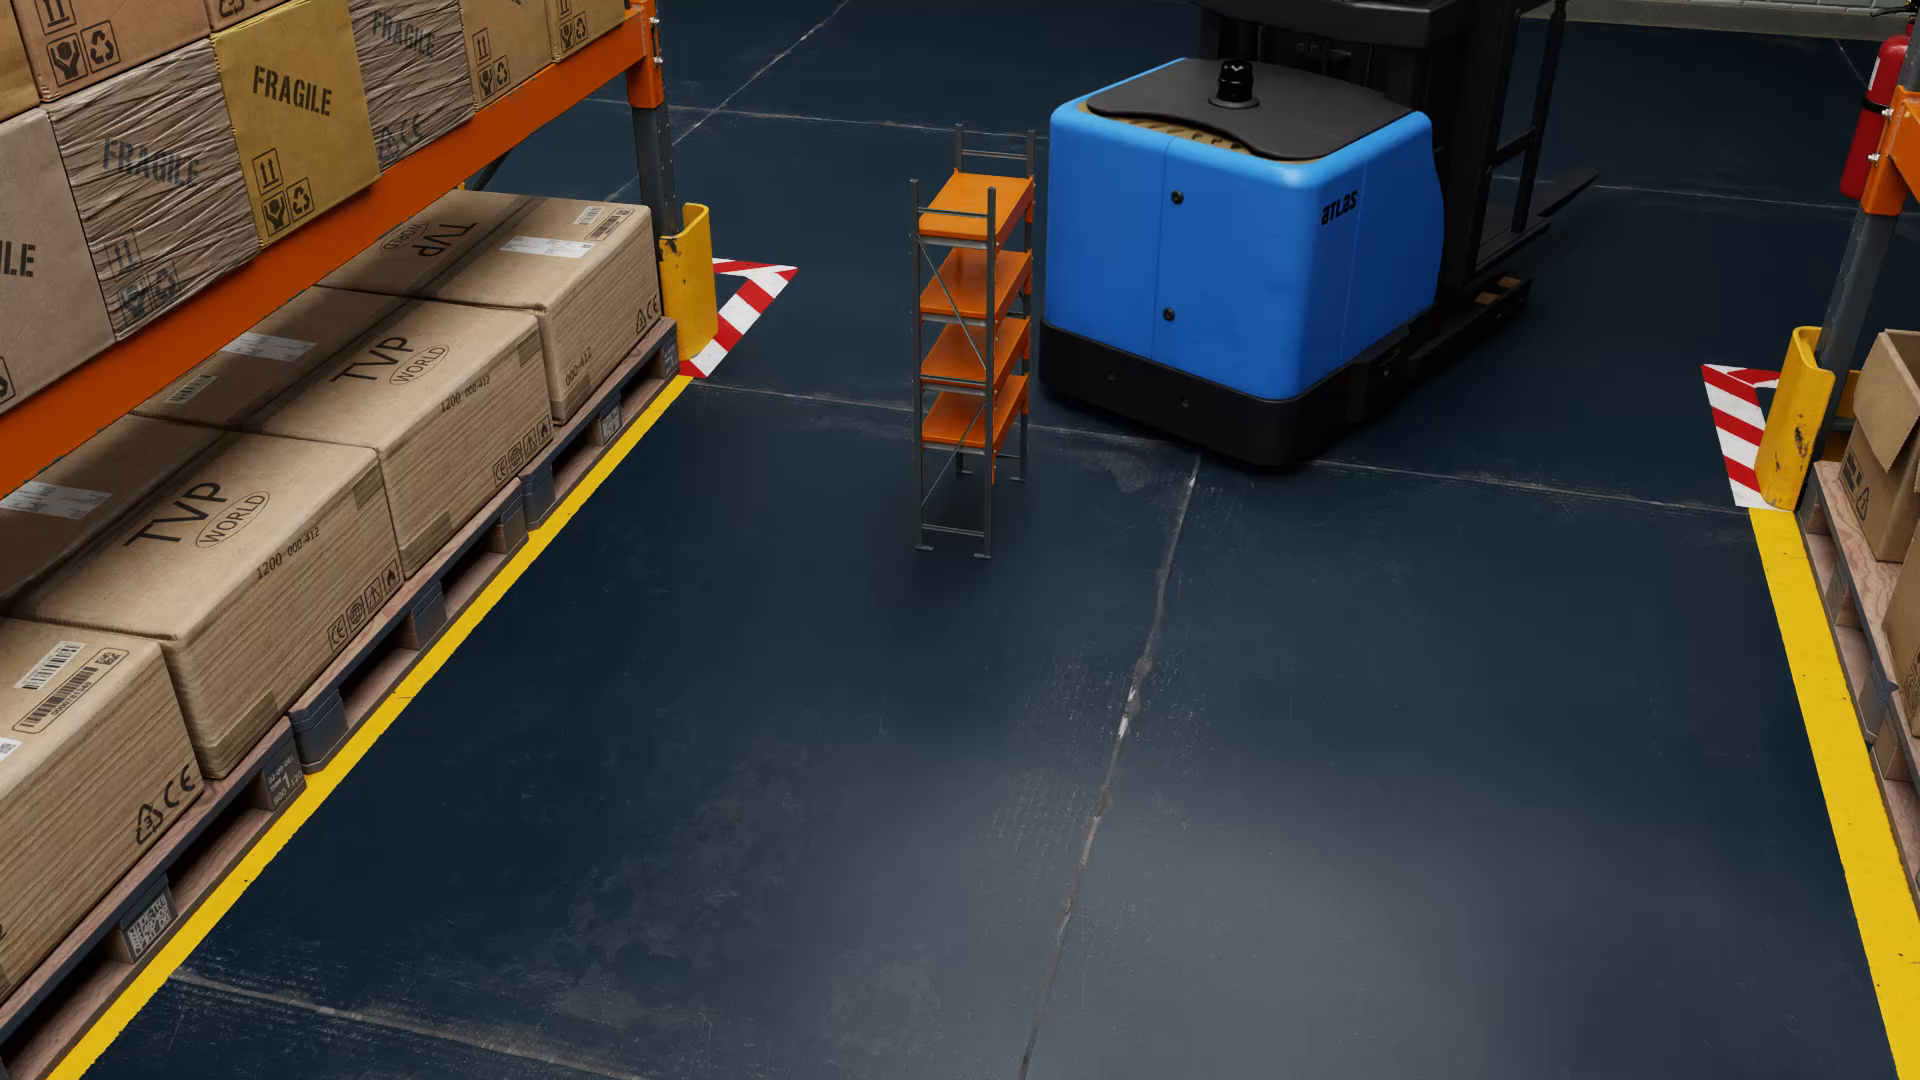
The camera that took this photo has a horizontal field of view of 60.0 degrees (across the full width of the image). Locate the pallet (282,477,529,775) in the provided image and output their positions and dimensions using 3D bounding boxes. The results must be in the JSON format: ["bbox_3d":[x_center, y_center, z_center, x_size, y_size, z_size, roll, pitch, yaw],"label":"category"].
[{"bbox_3d":[-1.990,0.141,4.831,1.003,0.211,1.213,8,33,12],"label":"pallet"}]

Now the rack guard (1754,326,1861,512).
[{"bbox_3d":[3.232,-0.324,5.294,1.175,0.500,0.348,8,33,12],"label":"rack guard"}]

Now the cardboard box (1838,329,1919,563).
[{"bbox_3d":[3.004,-0.238,4.763,0.797,0.503,0.637,7,33,10],"label":"cardboard box"}]

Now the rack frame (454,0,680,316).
[{"bbox_3d":[-1.551,-2.092,5.745,1.000,3.000,0.127,8,33,12],"label":"rack frame"}]

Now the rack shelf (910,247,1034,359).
[{"bbox_3d":[0.042,-0.724,4.979,0.258,0.148,0.480,8,33,12],"label":"rack shelf"}]

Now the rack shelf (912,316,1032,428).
[{"bbox_3d":[0.042,-0.535,5.099,0.258,0.148,0.480,8,33,12],"label":"rack shelf"}]

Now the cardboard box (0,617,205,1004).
[{"bbox_3d":[-2.303,0.576,3.544,0.875,0.438,0.875,8,33,12],"label":"cardboard box"}]

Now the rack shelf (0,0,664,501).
[{"bbox_3d":[-2.059,-0.751,4.306,1.077,0.370,4.000,8,33,12],"label":"rack shelf"}]

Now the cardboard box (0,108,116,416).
[{"bbox_3d":[-2.062,-0.527,3.190,0.500,0.500,0.500,8,33,13],"label":"cardboard box"}]

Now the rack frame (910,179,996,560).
[{"bbox_3d":[-0.020,-0.466,4.864,0.240,1.200,0.015,8,33,12],"label":"rack frame"}]

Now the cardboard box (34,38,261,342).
[{"bbox_3d":[-1.930,-0.784,3.595,0.500,0.500,0.500,8,33,13],"label":"cardboard box"}]

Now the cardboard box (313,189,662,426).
[{"bbox_3d":[-1.622,-0.832,5.760,0.875,0.438,0.875,7,33,11],"label":"cardboard box"}]

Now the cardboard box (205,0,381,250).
[{"bbox_3d":[-1.799,-1.052,4.015,0.500,0.500,0.500,9,34,14],"label":"cardboard box"}]

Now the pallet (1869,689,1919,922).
[{"bbox_3d":[2.719,0.843,3.728,1.003,0.211,1.213,8,33,12],"label":"pallet"}]

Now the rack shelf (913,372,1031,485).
[{"bbox_3d":[0.042,-0.368,5.206,0.258,0.148,0.480,8,33,12],"label":"rack shelf"}]

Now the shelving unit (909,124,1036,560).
[{"bbox_3d":[0.042,-0.592,5.063,0.258,1.200,0.503,8,33,12],"label":"shelving unit"}]

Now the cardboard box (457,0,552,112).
[{"bbox_3d":[-1.560,-1.590,4.861,0.500,0.500,0.500,7,33,11],"label":"cardboard box"}]

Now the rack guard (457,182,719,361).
[{"bbox_3d":[-1.545,-1.050,6.435,1.175,0.500,0.348,8,33,12],"label":"rack guard"}]

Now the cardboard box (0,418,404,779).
[{"bbox_3d":[-2.077,0.112,4.275,0.875,0.438,0.875,7,33,11],"label":"cardboard box"}]

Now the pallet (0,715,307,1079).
[{"bbox_3d":[-2.298,0.776,3.832,1.003,0.211,1.213,8,33,12],"label":"pallet"}]

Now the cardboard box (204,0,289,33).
[{"bbox_3d":[-1.806,-1.482,3.760,0.500,0.500,0.500,8,33,12],"label":"cardboard box"}]

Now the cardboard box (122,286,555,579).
[{"bbox_3d":[-1.846,-0.356,5.011,0.875,0.438,0.875,9,34,14],"label":"cardboard box"}]

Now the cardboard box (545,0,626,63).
[{"bbox_3d":[-1.418,-1.848,5.268,0.500,0.500,0.500,8,33,13],"label":"cardboard box"}]

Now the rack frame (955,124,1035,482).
[{"bbox_3d":[0.104,-0.719,5.262,0.240,1.200,0.015,8,33,12],"label":"rack frame"}]

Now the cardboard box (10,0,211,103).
[{"bbox_3d":[-1.936,-1.220,3.348,0.500,0.500,0.500,9,33,13],"label":"cardboard box"}]

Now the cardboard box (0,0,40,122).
[{"bbox_3d":[-2.077,-0.956,2.933,0.500,0.500,0.500,8,33,12],"label":"cardboard box"}]

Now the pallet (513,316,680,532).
[{"bbox_3d":[-1.679,-0.490,5.824,1.003,0.211,1.213,8,33,12],"label":"pallet"}]

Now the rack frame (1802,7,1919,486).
[{"bbox_3d":[3.251,-1.418,4.685,1.000,3.000,0.127,8,33,12],"label":"rack frame"}]

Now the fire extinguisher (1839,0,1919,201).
[{"bbox_3d":[2.841,-1.368,5.025,0.296,0.674,0.183,8,33,12],"label":"fire extinguisher"}]

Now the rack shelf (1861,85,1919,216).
[{"bbox_3d":[2.743,-0.077,3.246,1.077,0.370,4.000,8,33,12],"label":"rack shelf"}]

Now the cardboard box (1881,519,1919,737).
[{"bbox_3d":[2.749,0.202,4.075,0.700,0.500,0.500,9,34,14],"label":"cardboard box"}]

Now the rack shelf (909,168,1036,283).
[{"bbox_3d":[0.042,-0.924,4.852,0.258,0.148,0.480,8,33,12],"label":"rack shelf"}]

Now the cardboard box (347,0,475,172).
[{"bbox_3d":[-1.681,-1.321,4.439,0.500,0.500,0.500,9,34,14],"label":"cardboard box"}]

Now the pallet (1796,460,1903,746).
[{"bbox_3d":[3.030,0.212,4.720,1.003,0.211,1.213,8,33,12],"label":"pallet"}]

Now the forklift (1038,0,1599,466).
[{"bbox_3d":[1.622,-2.196,5.973,1.130,2.935,3.031,25,40,33],"label":"forklift"}]
